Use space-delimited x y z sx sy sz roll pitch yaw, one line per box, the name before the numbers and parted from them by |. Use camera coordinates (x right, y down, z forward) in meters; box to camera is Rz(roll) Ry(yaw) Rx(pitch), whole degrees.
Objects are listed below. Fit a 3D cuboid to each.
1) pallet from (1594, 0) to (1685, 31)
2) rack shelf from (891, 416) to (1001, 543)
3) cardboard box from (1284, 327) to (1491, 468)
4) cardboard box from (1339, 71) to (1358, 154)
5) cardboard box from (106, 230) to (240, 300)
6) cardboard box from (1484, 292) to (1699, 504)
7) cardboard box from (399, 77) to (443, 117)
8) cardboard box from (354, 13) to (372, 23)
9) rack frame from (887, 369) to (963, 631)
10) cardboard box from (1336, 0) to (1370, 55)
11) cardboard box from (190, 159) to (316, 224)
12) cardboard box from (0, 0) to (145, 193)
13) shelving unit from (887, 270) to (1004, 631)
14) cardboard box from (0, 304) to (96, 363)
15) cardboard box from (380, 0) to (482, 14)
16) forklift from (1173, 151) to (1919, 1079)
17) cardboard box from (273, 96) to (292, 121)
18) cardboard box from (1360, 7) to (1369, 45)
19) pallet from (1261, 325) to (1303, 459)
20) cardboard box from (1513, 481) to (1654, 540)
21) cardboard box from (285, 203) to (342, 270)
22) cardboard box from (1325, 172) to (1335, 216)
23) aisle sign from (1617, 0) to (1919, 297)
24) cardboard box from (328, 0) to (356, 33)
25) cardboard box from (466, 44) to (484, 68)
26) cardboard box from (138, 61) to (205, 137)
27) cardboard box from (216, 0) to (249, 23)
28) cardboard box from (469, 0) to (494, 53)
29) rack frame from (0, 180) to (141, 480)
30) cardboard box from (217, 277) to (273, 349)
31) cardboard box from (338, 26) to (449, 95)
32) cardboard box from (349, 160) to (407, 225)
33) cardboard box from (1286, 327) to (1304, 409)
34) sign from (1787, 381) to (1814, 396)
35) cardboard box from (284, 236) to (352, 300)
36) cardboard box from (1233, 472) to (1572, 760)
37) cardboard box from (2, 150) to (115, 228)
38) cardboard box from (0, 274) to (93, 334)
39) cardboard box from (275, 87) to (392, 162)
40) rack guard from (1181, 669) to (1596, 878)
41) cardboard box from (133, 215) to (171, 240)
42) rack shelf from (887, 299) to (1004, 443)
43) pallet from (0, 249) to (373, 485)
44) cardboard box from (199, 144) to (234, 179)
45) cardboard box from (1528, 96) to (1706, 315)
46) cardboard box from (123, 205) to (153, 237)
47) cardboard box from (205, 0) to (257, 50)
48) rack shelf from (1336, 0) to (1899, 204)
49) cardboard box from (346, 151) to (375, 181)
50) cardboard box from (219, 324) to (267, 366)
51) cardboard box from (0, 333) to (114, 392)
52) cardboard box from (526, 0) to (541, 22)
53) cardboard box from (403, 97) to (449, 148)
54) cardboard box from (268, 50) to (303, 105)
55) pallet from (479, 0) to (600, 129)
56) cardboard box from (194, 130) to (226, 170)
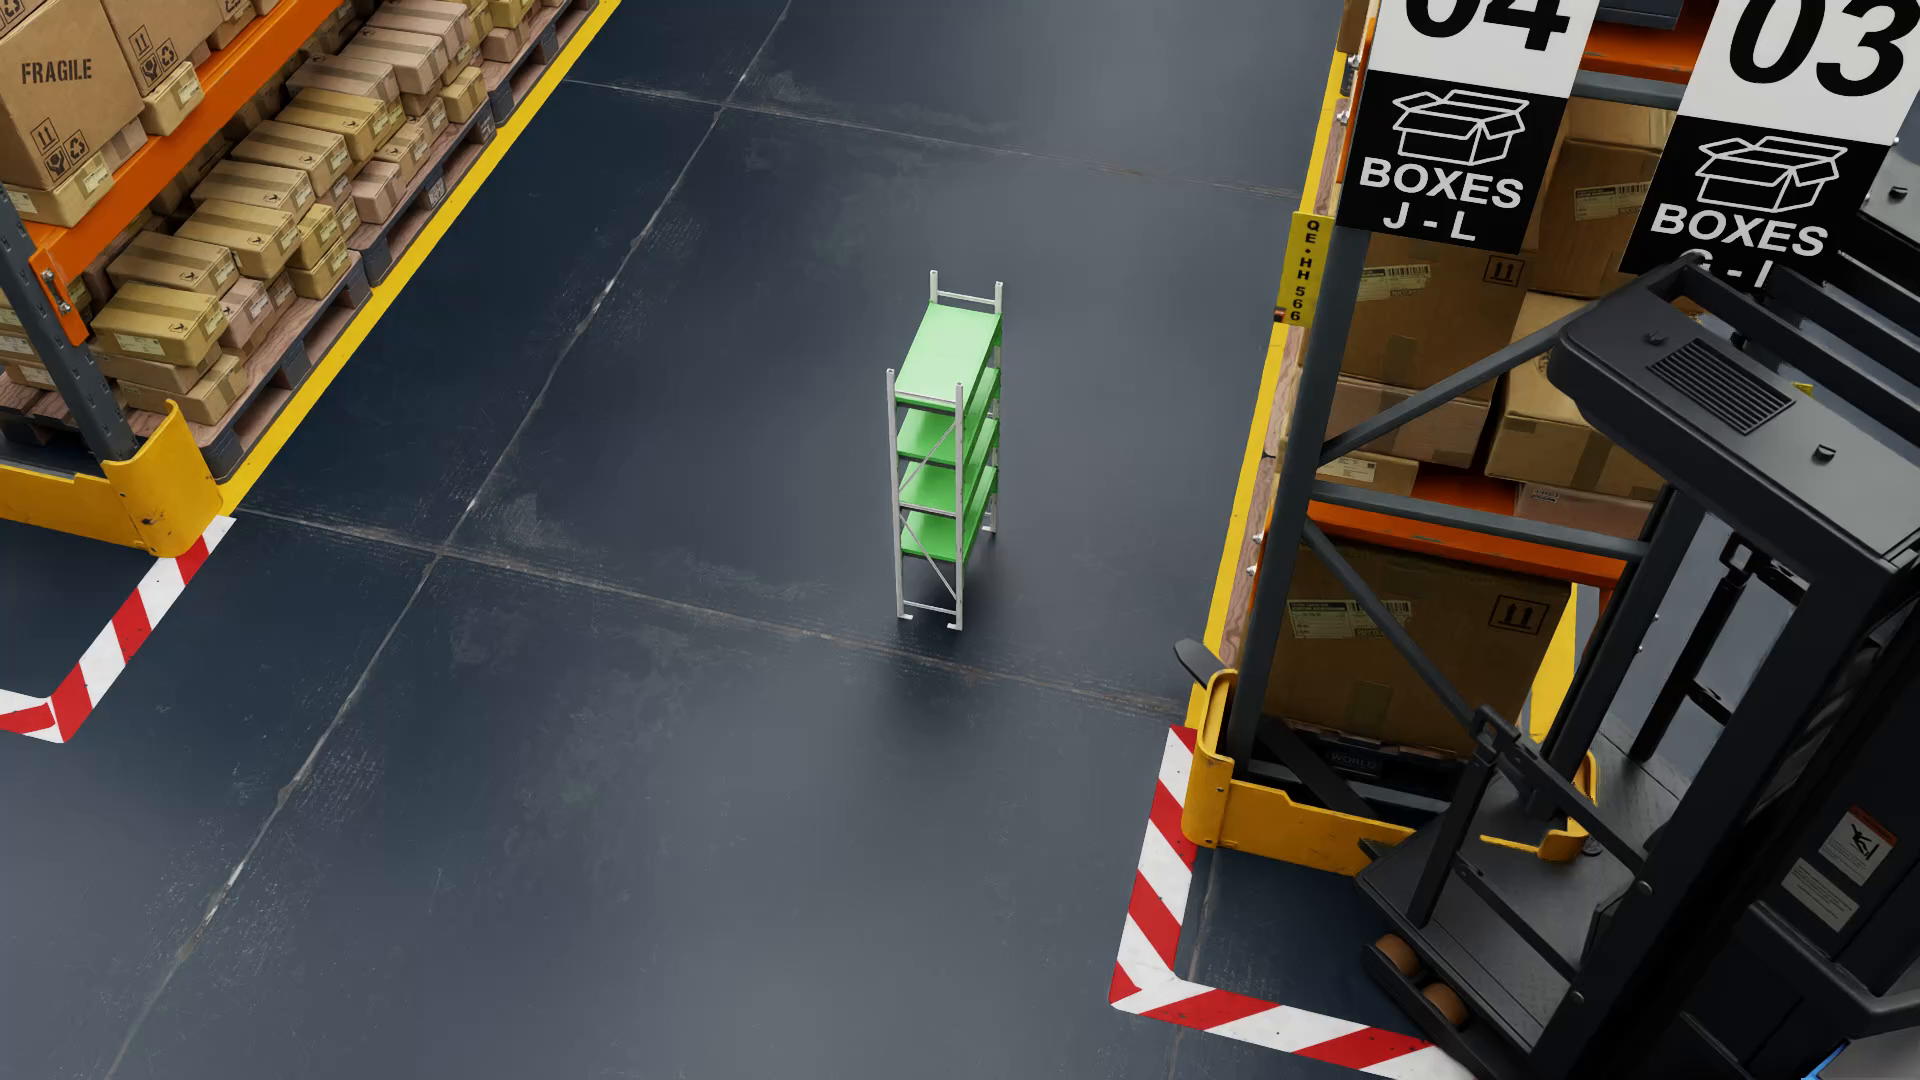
pallet | 1.507 -1.548 3.674 1.003 0.211 1.213 12 50 10
rack shelf | -0.044 -0.235 5.742 0.258 0.148 0.480 12 50 10
cardboard box | 1.193 -0.497 4.590 0.500 0.250 0.500 11 49 9
cardboard box | 1.461 -1.232 5.239 0.500 0.250 0.500 10 49 9
cardboard box | -3.015 -1.025 6.379 0.380 0.149 0.250 12 50 11
cardboard box | 1.708 -0.388 4.494 0.500 0.250 0.500 10 49 9
cardboard box | -2.572 -2.059 7.489 0.380 0.149 0.250 9 49 8
cardboard box | -2.872 -2.507 7.885 0.380 0.149 0.250 9 49 8
rack frame | -0.108 -0.101 5.539 0.240 1.200 0.015 12 50 10
cardboard box | 2.523 -2.842 7.894 1.225 0.875 0.875 12 50 10
cardboard box | -2.840 -1.378 6.690 0.380 0.149 0.250 9 49 8
cardboard box | -3.052 -1.499 5.308 0.500 0.500 0.500 14 50 12
shelving unit | -0.044 -0.277 5.694 0.258 1.200 0.503 12 50 10
cardboard box | -3.574 -0.830 6.405 0.380 0.149 0.250 10 49 9
cardboard box | -2.458 -2.528 7.705 0.380 0.149 0.250 13 50 11
forklift | 1.874 0.312 4.020 1.130 2.935 3.031 -28 54 -23
cardboard box | -3.184 -1.969 7.411 0.380 0.149 0.250 12 50 10
cardboard box | 1.635 -1.770 5.979 0.380 0.149 0.250 12 50 10
pallet | 1.779 -0.596 6.636 1.003 0.211 1.213 12 50 10
cardboard box | 1.733 -0.154 4.553 0.380 0.149 0.250 12 50 10
cardboard box | -2.774 -1.266 6.789 0.380 0.149 0.250 13 50 11
cardboard box | 1.365 -1.024 5.321 0.380 0.149 0.250 11 49 9
aisle sign | 1.592 -0.795 3.217 0.394 0.787 0.004 12 50 10
cardboard box | -3.016 -2.434 7.622 0.380 0.149 0.250 13 50 11
cardboard box | -2.502 -2.294 7.895 0.380 0.149 0.250 10 49 9
cardboard box | -2.886 -1.560 5.794 0.380 0.149 0.250 10 49 9
cardboard box | -2.795 -2.243 5.964 0.500 0.500 0.500 12 50 11
cardboard box | -2.434 -2.437 7.823 0.380 0.149 0.250 12 50 10
rack frame | -3.437 -1.098 5.218 1.000 3.000 0.127 12 50 10
cardboard box | -2.925 -0.907 6.473 0.380 0.149 0.250 11 50 10
cardboard box | -2.499 -2.117 7.342 0.380 0.149 0.250 10 49 9
cardboard box | -2.644 -1.525 7.217 0.380 0.149 0.250 9 49 8
cardboard box | 1.164 -0.474 4.835 0.380 0.149 0.250 12 50 10
sign | 1.855 -0.245 3.835 0.100 0.325 0.005 12 50 10
cardboard box | -2.769 -1.159 6.893 0.380 0.149 0.250 12 50 10
cardboard box | 1.413 0.040 5.351 0.875 0.875 0.875 12 50 10
cardboard box | -3.036 -1.184 5.462 0.380 0.149 0.250 11 50 10
cardboard box | -3.542 -0.923 6.289 0.380 0.149 0.250 12 50 10
cardboard box | -2.644 -1.758 7.025 0.380 0.149 0.250 12 50 11
rack guard | 1.315 0.799 5.212 1.175 0.500 0.348 12 50 10
cardboard box | -3.438 -1.206 6.737 0.380 0.149 0.250 10 49 8
rack shelf | -0.044 -0.553 5.383 0.258 0.148 0.480 12 50 10
pallet | -3.169 -0.810 6.825 1.003 0.211 1.213 12 50 10
cardboard box | -3.315 -1.583 7.069 0.380 0.149 0.250 12 50 11
cardboard box | 1.840 -0.998 4.532 0.500 0.500 0.500 10 49 9
cardboard box | -3.475 -1.306 6.626 0.380 0.149 0.250 11 49 9
cardboard box | -2.855 -1.966 6.152 0.380 0.149 0.250 11 50 10
rack shelf | 1.848 -2.247 4.712 1.077 0.370 4.000 12 50 10
cardboard box | -2.764 -1.681 7.156 0.380 0.149 0.250 14 50 12
cardboard box | -3.001 -0.814 6.590 0.380 0.149 0.250 11 50 10
cardboard box | -3.500 -0.715 6.502 0.380 0.149 0.250 12 50 11
cardboard box | -2.308 -2.664 8.222 0.380 0.149 0.250 13 50 11
cardboard box | -2.565 -1.912 7.558 0.380 0.149 0.250 12 50 11
cardboard box | -3.111 -2.050 7.283 0.380 0.149 0.250 12 50 10
pallet | -2.527 -2.575 8.382 1.003 0.211 1.213 12 50 10
cardboard box | -3.329 -1.686 6.962 0.380 0.149 0.250 13 50 11
